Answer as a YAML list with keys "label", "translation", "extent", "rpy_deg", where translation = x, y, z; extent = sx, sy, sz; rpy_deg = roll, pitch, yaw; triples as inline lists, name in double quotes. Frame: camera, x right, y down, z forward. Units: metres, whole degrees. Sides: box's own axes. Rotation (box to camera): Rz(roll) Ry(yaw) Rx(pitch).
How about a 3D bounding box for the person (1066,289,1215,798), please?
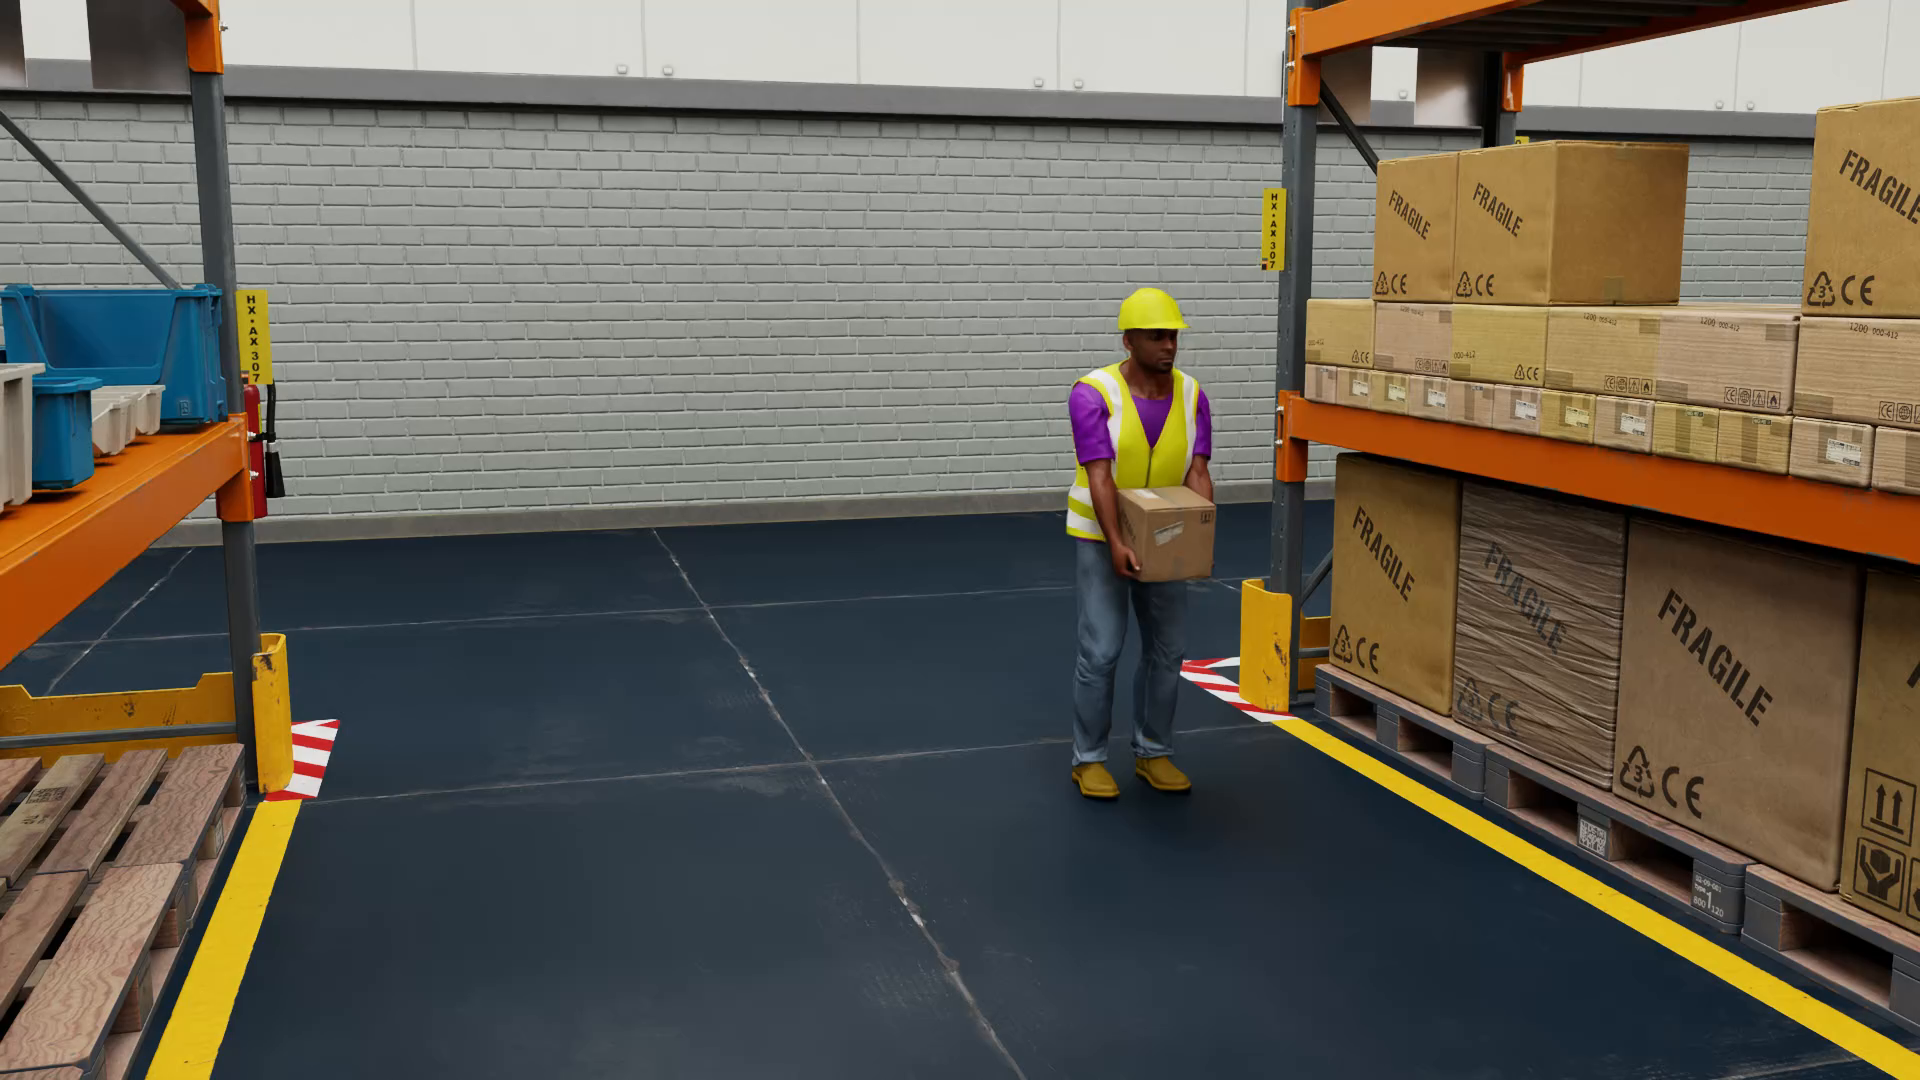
- label: "person"
  translation: [0.636, 0.021, 5.713]
  extent: [0.505, 1.750, 0.583]
  rpy_deg: [-3, 10, -17]
